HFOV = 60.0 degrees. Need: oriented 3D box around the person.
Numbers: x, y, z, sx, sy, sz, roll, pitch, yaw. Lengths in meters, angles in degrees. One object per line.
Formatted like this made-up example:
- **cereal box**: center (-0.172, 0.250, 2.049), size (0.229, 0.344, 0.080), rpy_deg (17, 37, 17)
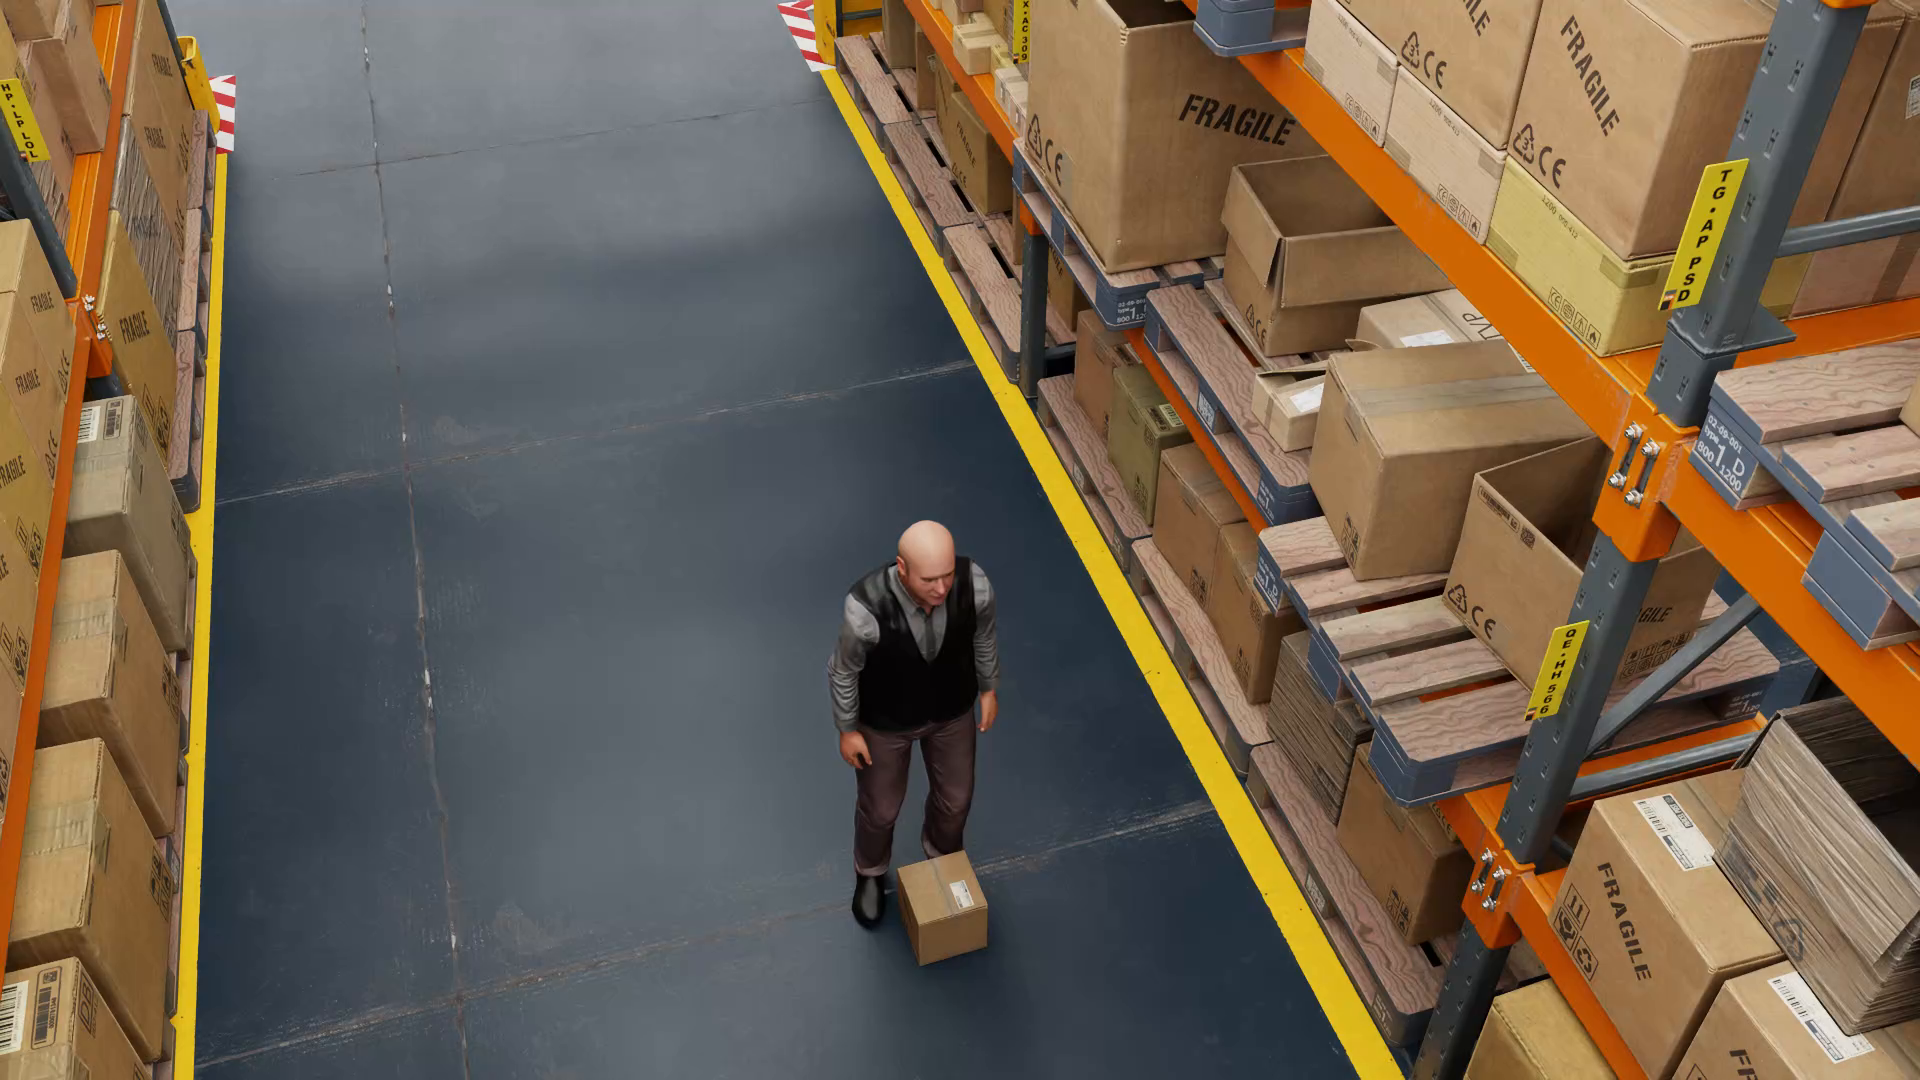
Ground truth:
- **person**: center (-0.139, 0.581, 5.532), size (0.591, 1.720, 0.475), rpy_deg (-14, 44, -15)
